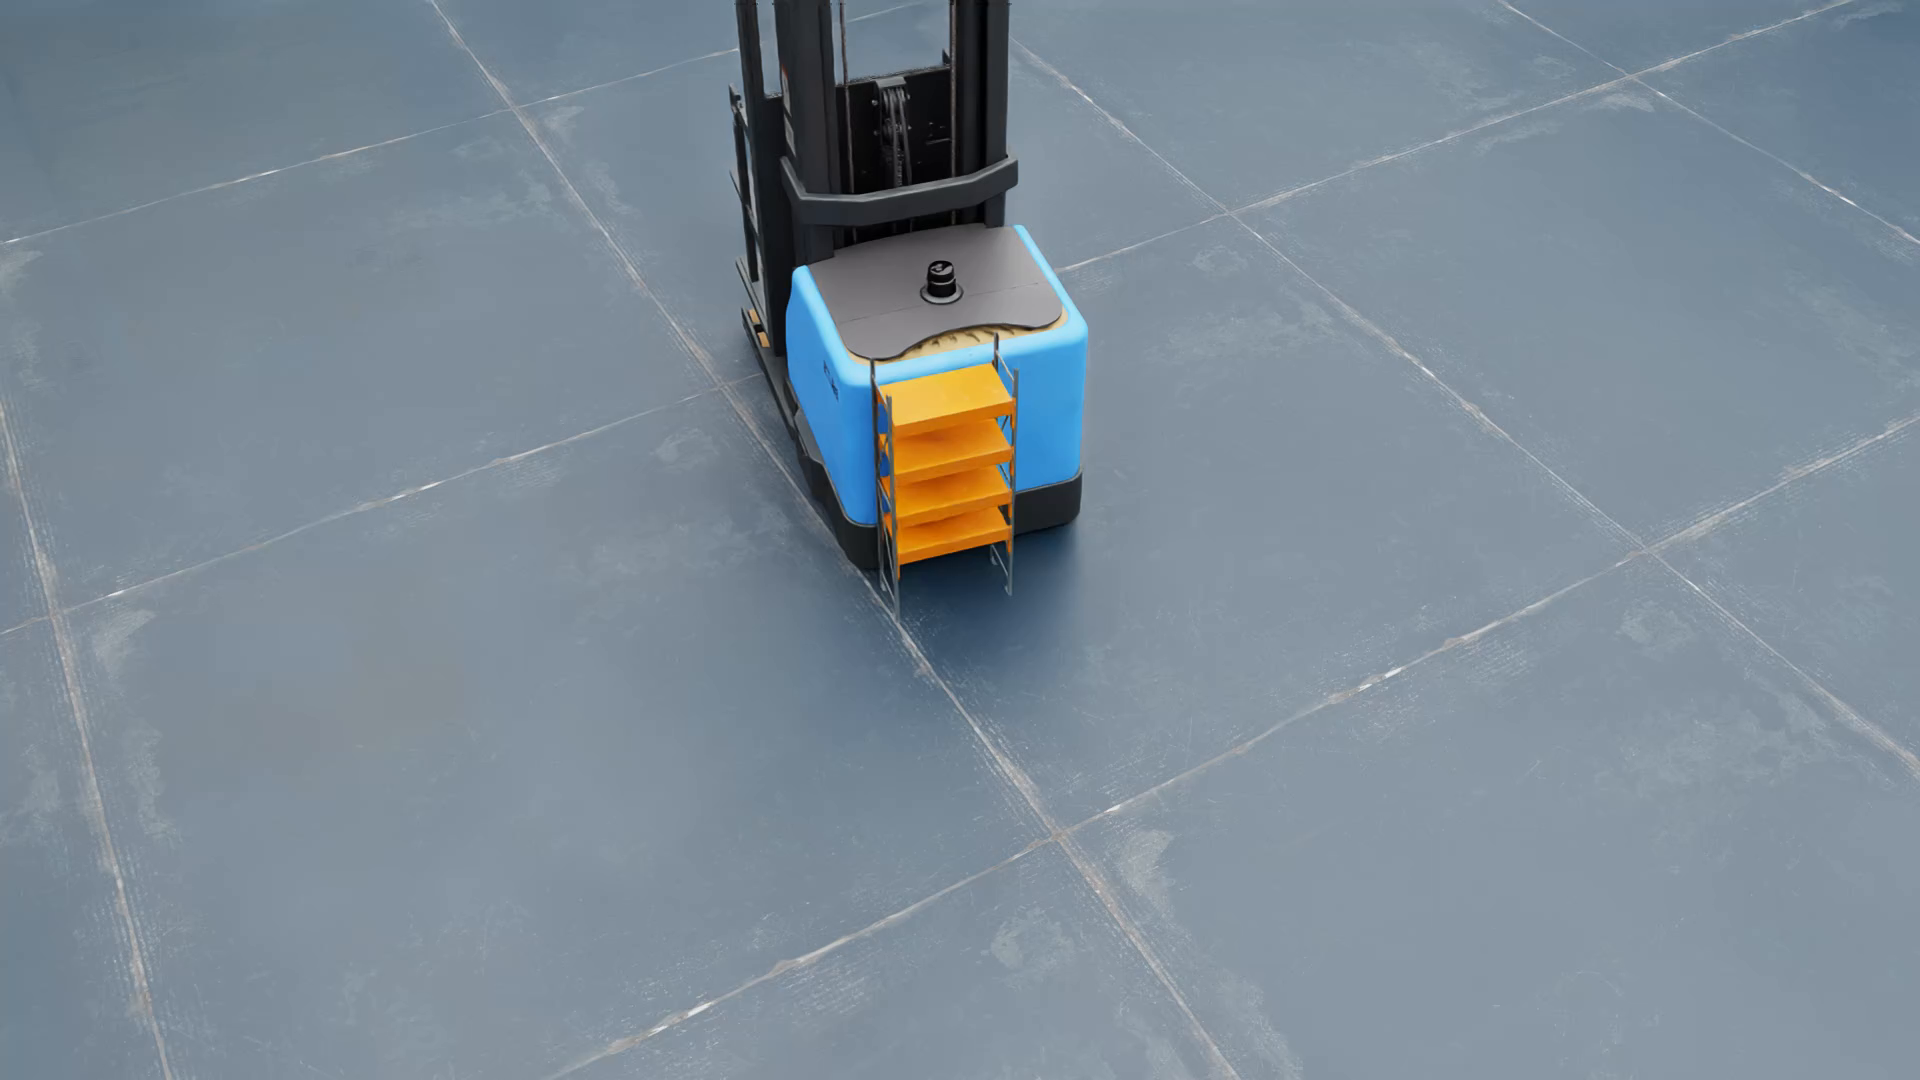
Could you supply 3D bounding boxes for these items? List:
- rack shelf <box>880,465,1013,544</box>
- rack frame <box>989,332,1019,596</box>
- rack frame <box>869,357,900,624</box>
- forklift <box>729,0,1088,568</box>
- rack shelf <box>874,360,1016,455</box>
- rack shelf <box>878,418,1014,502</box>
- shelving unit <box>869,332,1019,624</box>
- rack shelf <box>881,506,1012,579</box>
[{"bbox_3d":[-0.060,-0.173,6.592,0.480,0.148,0.258,-13,46,-13],"label":"rack shelf"},{"bbox_3d":[0.171,-0.275,6.601,0.015,1.200,0.240,-13,46,-13],"label":"rack frame"},{"bbox_3d":[-0.291,-0.167,6.489,0.015,1.200,0.240,-13,46,-13],"label":"rack frame"},{"bbox_3d":[-0.430,-1.978,7.113,1.130,2.935,3.031,-13,46,-13],"label":"forklift"},{"bbox_3d":[-0.060,-0.502,6.270,0.480,0.148,0.258,-13,46,-13],"label":"rack shelf"},{"bbox_3d":[-0.060,-0.333,6.436,0.480,0.148,0.258,-13,46,-13],"label":"rack shelf"},{"bbox_3d":[-0.060,-0.221,6.545,0.503,1.200,0.258,-13,46,-13],"label":"shelving unit"},{"bbox_3d":[-0.060,-0.031,6.731,0.480,0.148,0.258,-13,46,-13],"label":"rack shelf"}]
